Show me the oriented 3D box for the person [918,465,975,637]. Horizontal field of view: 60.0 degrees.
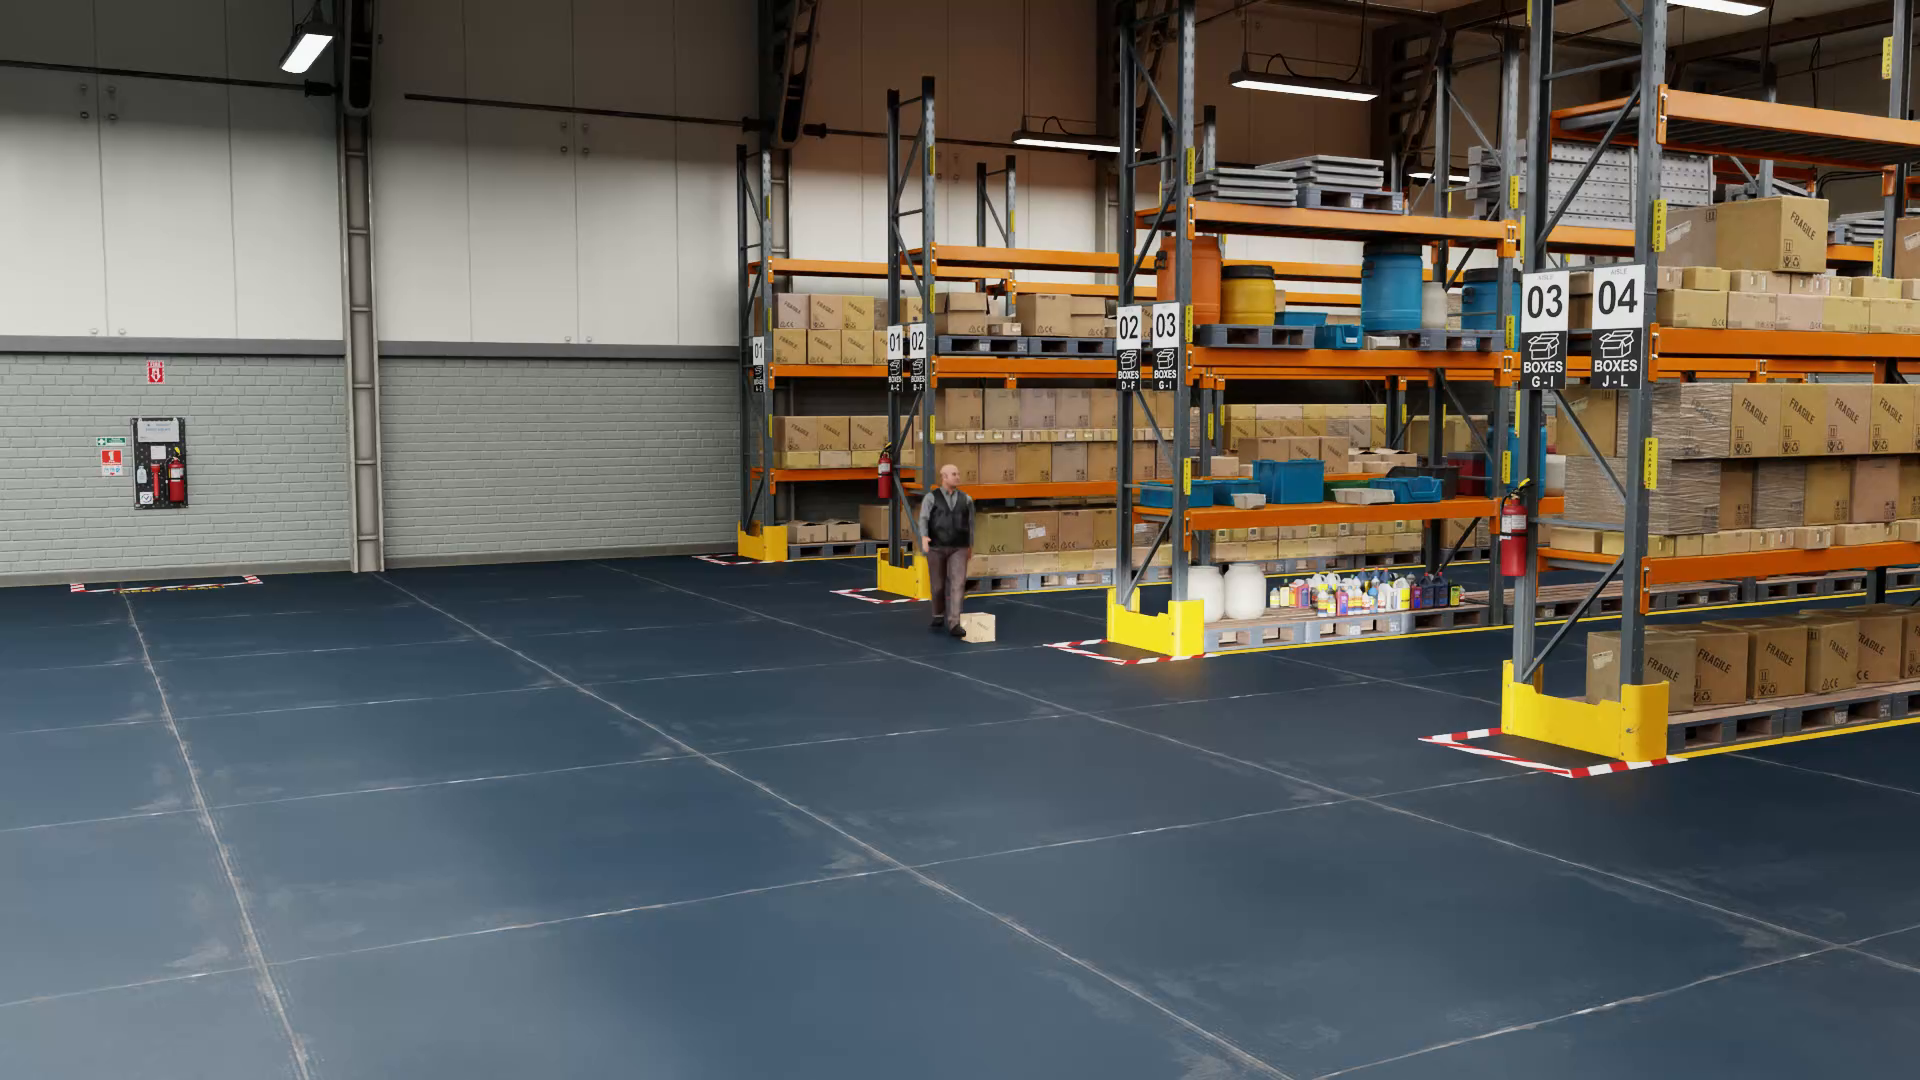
[{"bbox_3d":[-0.110,0.098,16.428,0.594,1.673,0.942,-1,5,-10],"label":"person"}]
